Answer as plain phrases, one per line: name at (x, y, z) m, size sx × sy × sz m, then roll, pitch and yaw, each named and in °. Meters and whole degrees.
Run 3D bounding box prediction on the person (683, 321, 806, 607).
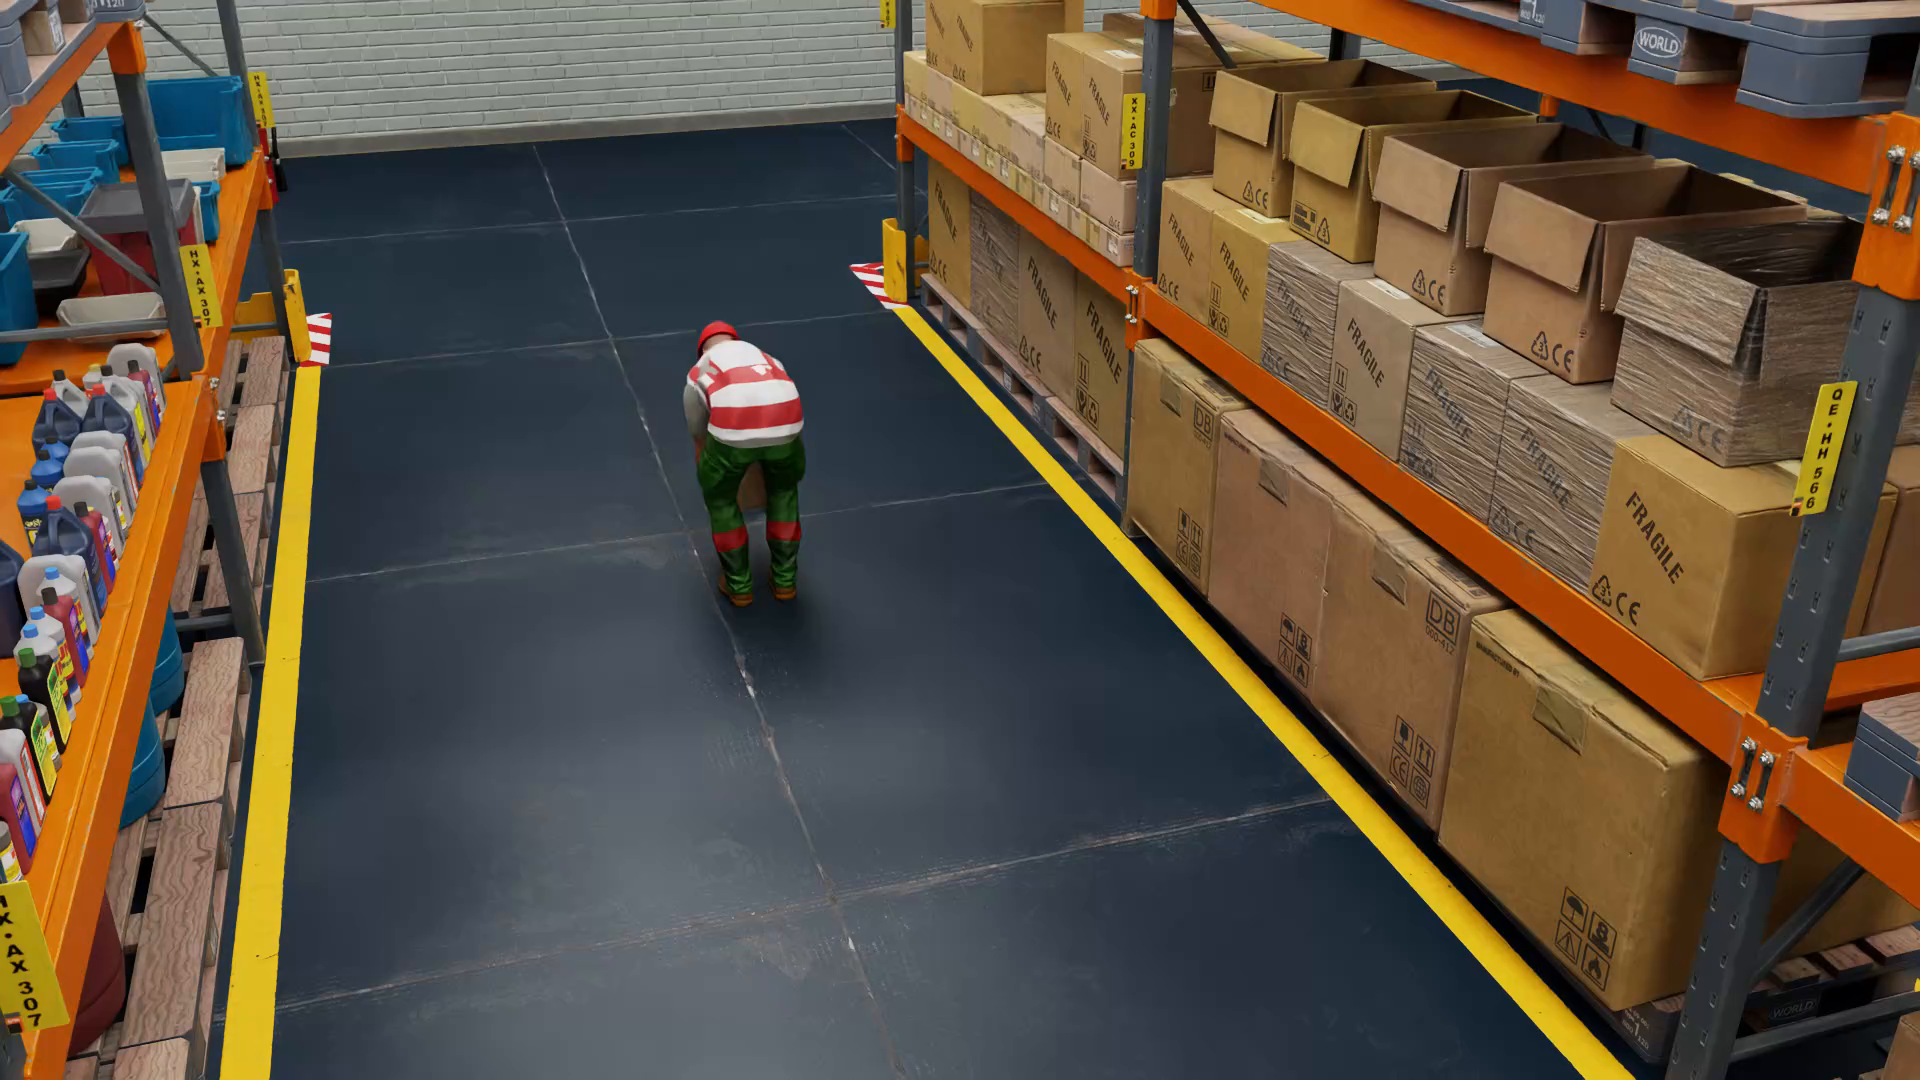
person at (-0.982, -0.343, 7.532) m, size 0.485 × 1.128 × 0.962 m, roll -9°, pitch 28°, yaw -18°
